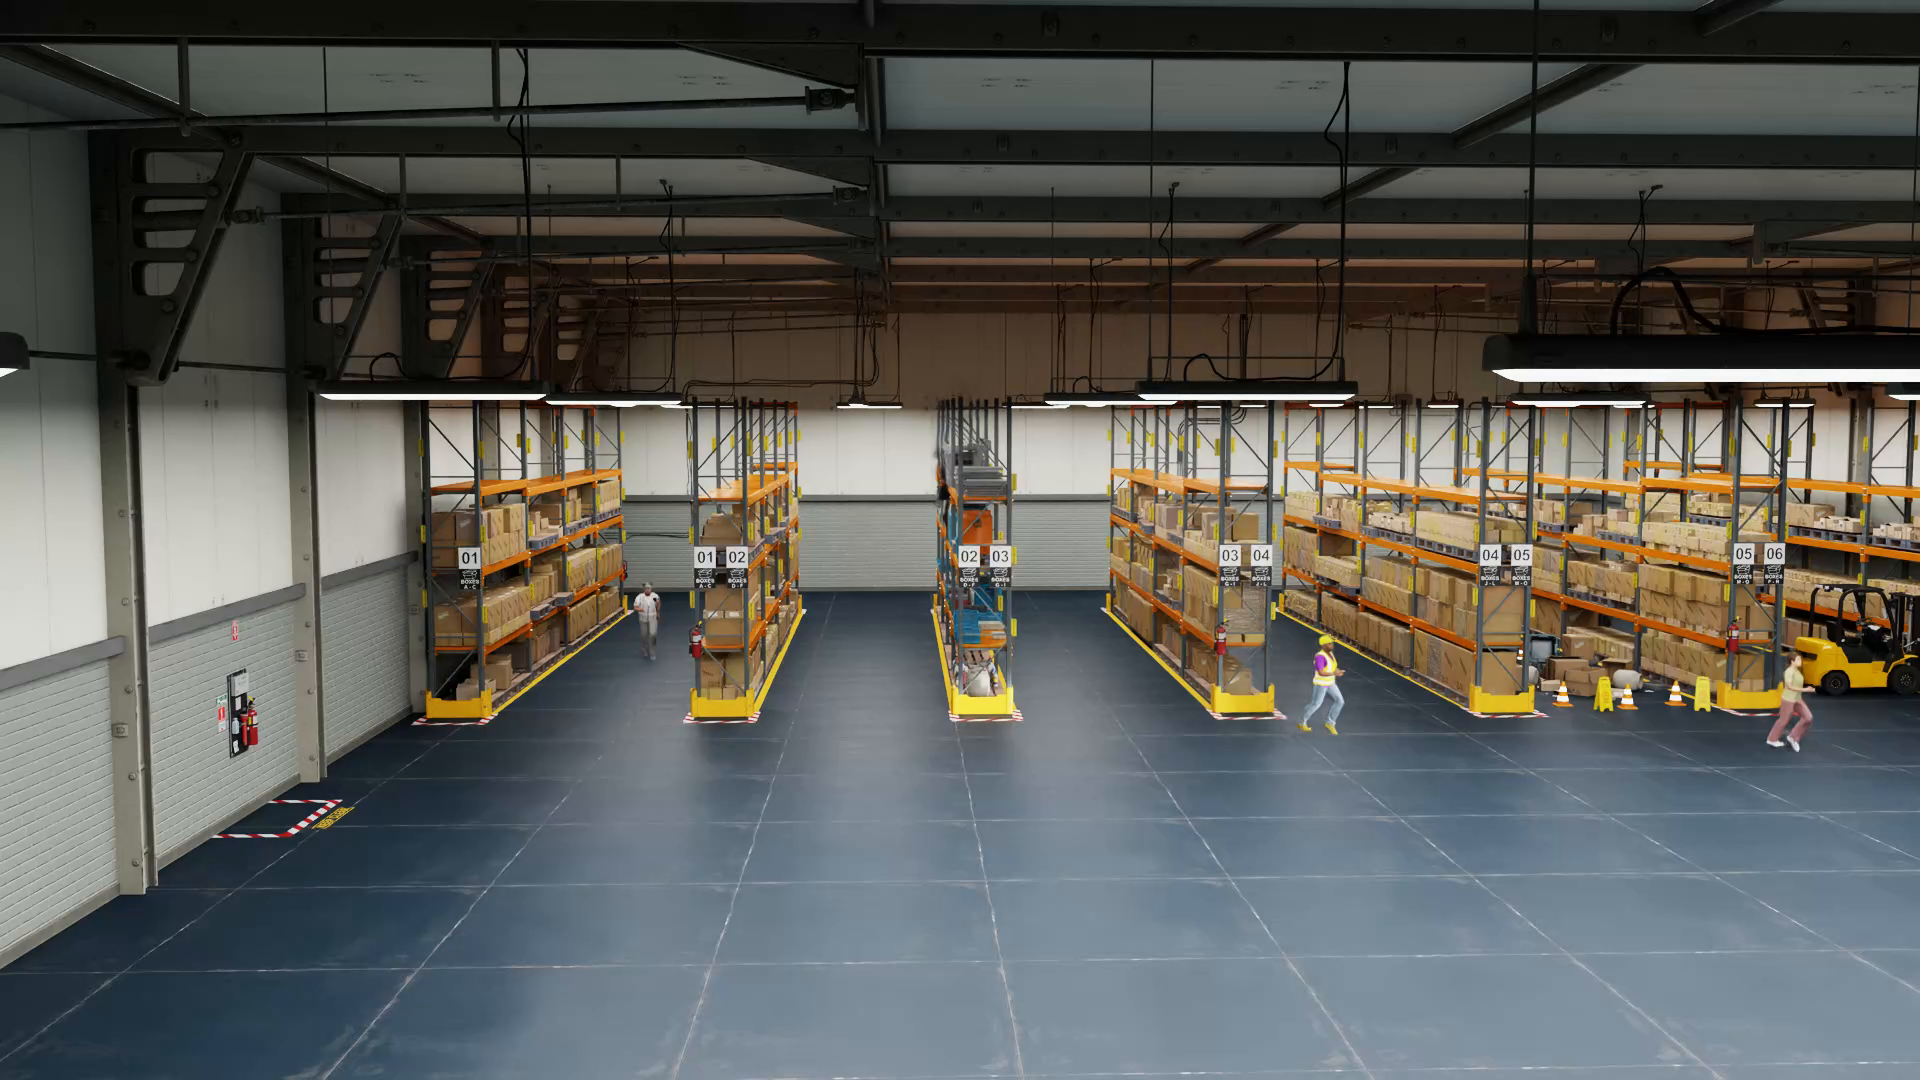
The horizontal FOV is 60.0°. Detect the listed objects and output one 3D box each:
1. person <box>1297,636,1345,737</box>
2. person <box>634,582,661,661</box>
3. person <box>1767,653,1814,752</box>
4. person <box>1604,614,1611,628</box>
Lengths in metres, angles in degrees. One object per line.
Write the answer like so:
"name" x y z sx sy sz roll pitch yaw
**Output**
"person" 6.432 2.575 29.395 0.888 1.796 0.712 4 6 39
"person" -7.237 1.870 38.503 0.608 1.802 0.909 -1 4 -10
"person" 14.021 2.727 28.028 0.541 1.681 0.769 -3 6 -38
"person" 16.995 1.478 43.797 0.707 1.740 0.566 -1 4 -10
